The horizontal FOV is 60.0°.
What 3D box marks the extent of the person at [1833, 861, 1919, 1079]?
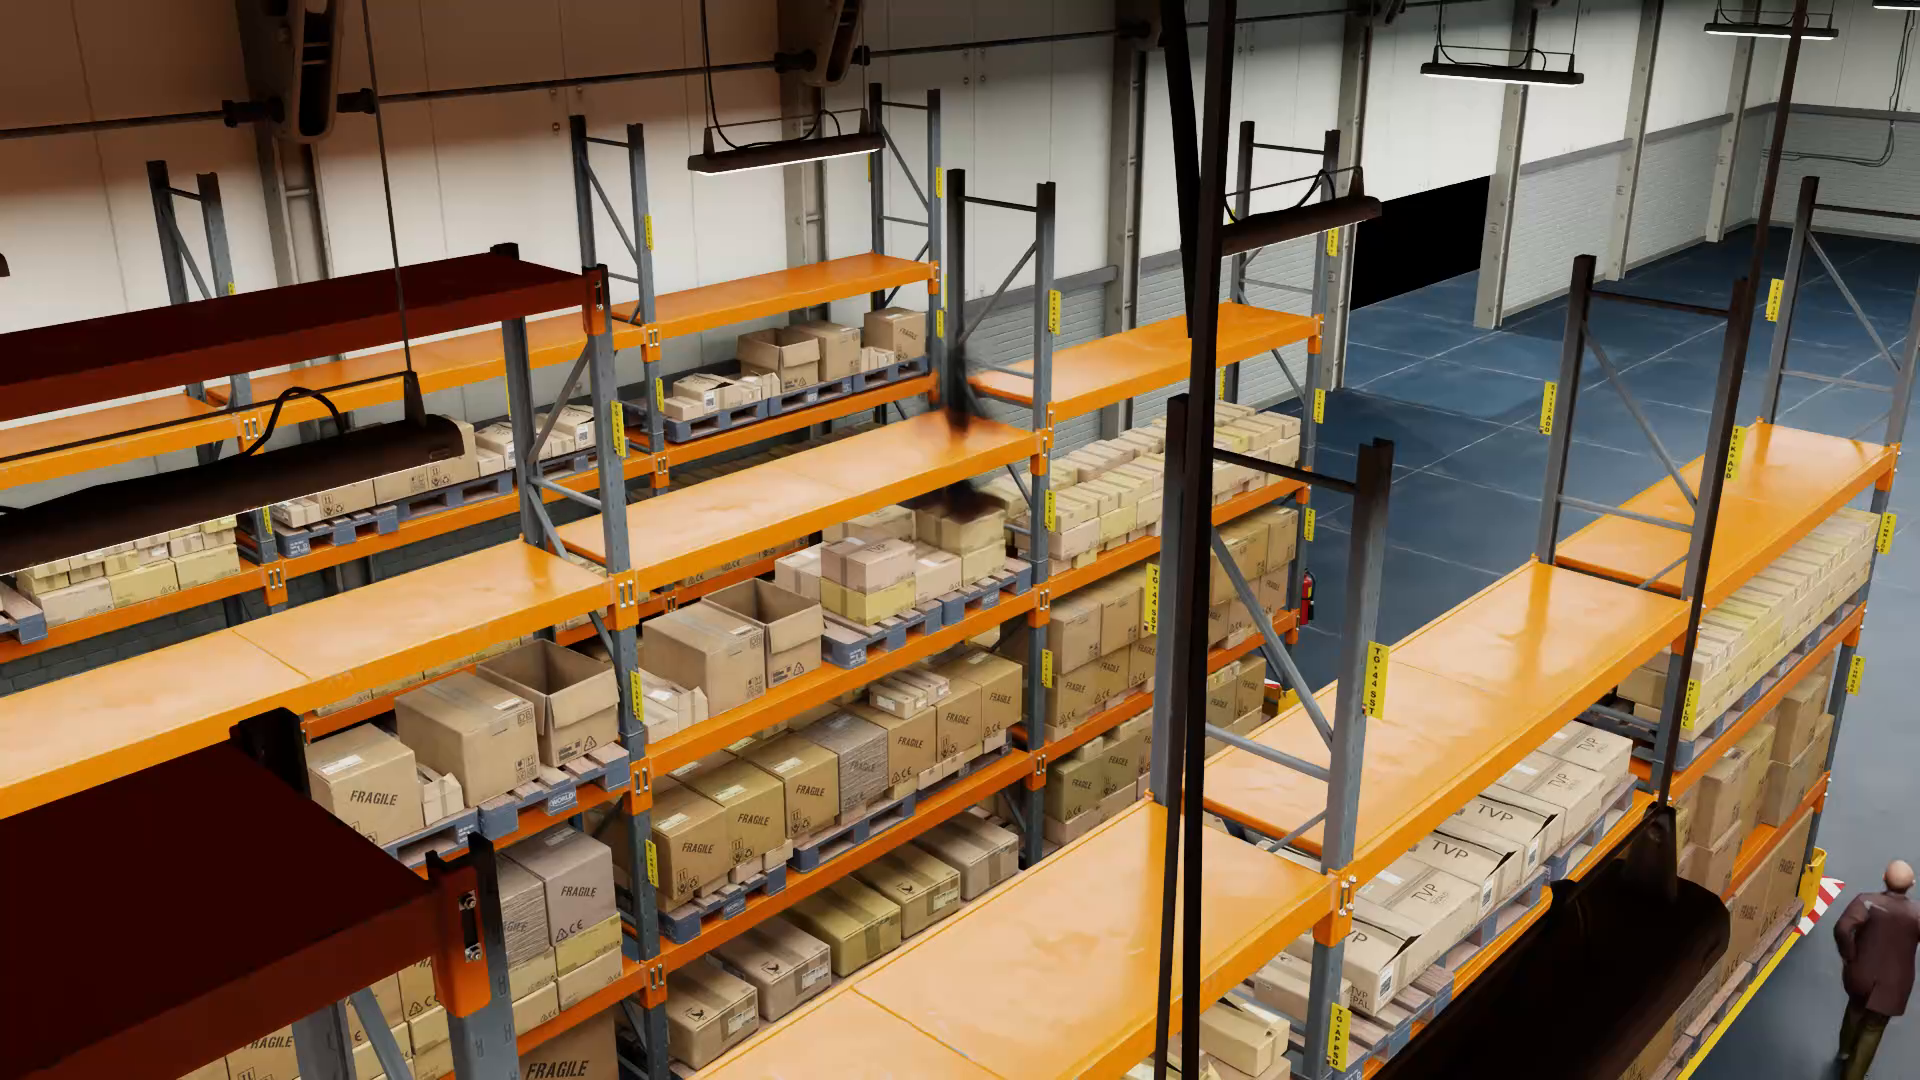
[{"bbox_3d":[6.431,3.095,11.627,0.668,1.855,0.861,15,26,33],"label":"person"}]
